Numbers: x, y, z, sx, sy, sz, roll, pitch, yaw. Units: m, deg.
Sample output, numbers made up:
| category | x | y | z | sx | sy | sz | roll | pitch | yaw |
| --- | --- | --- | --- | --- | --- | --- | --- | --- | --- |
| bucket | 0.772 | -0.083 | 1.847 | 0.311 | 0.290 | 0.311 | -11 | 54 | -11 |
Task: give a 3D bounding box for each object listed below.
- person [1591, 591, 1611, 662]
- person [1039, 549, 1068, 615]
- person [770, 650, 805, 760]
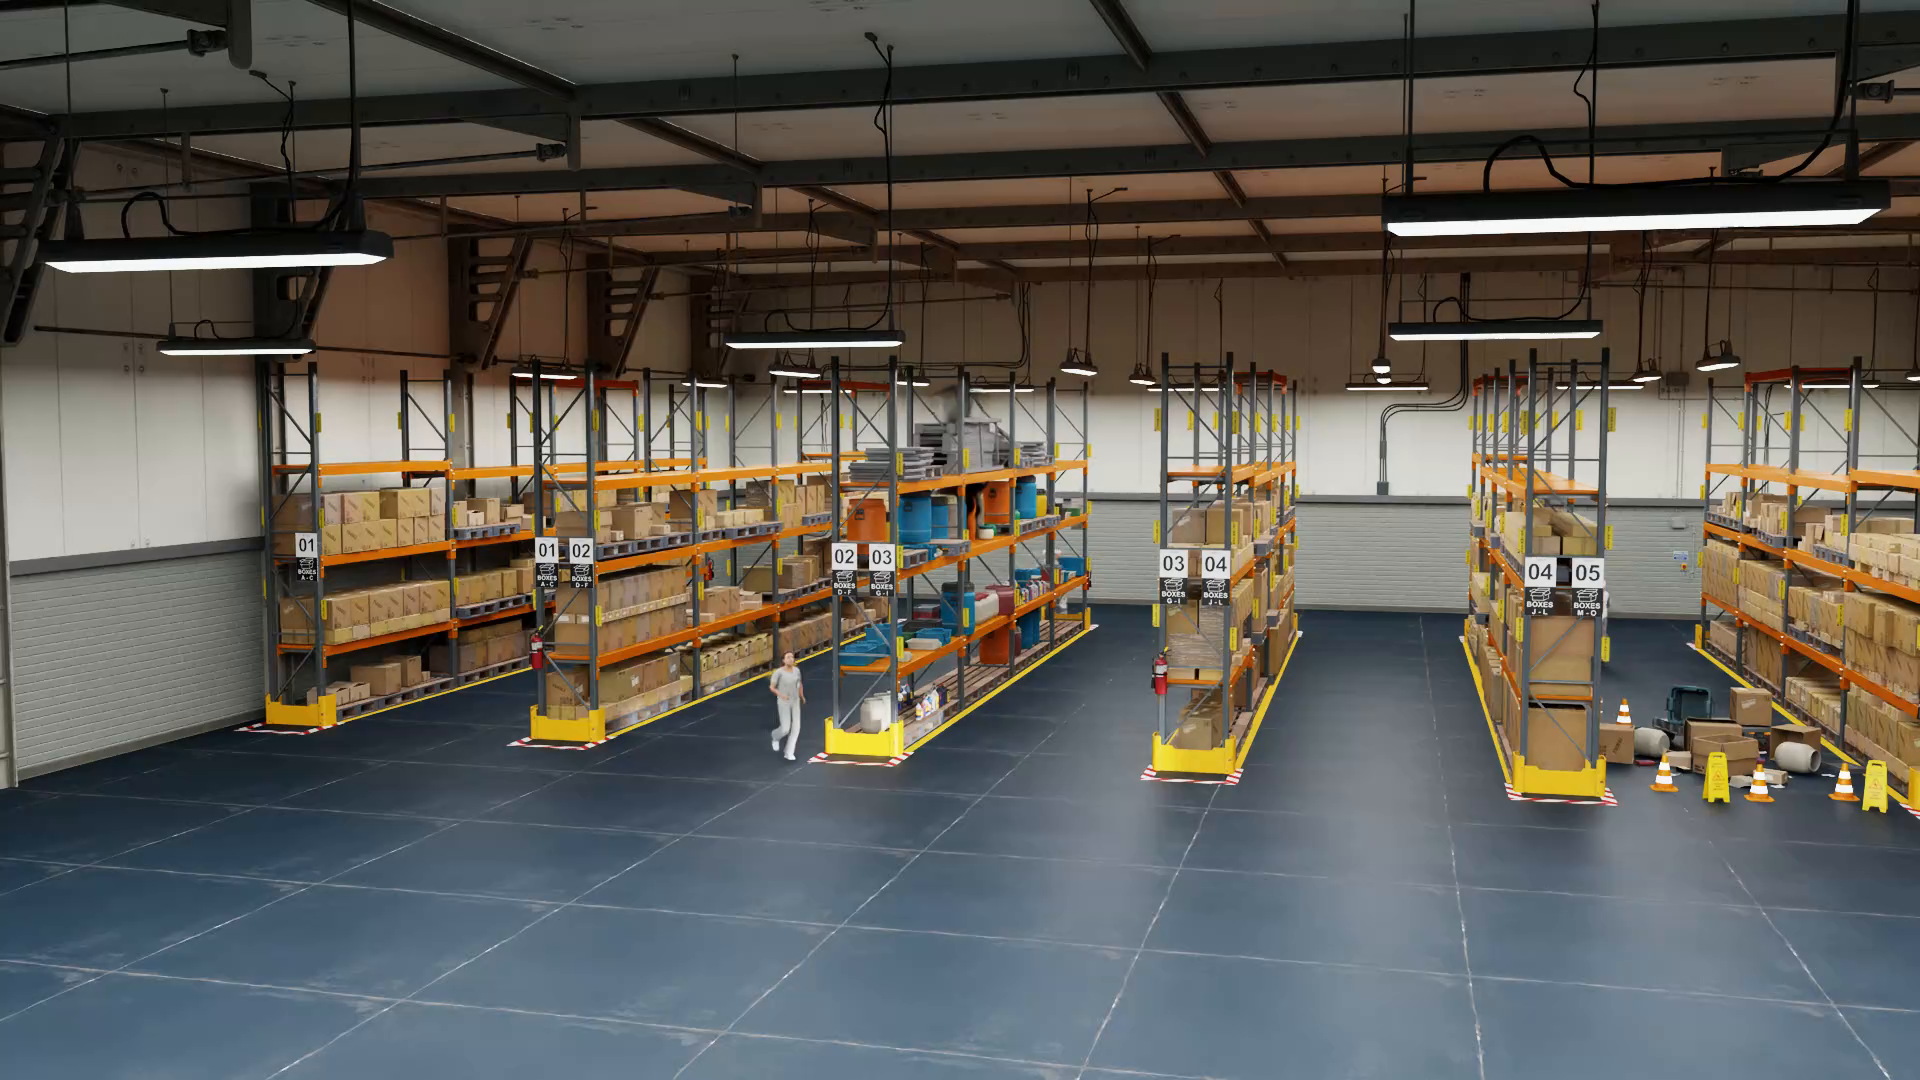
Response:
| category | x | y | z | sx | sy | sz | roll | pitch | yaw |
| --- | --- | --- | --- | --- | --- | --- | --- | --- | --- |
| person | 13.269 | 1.661 | 34.628 | 0.635 | 1.804 | 0.907 | 0 | 4 | 2 |
| person | 2.423 | 1.132 | 42.345 | 0.991 | 1.791 | 0.669 | 2 | 5 | 27 |
| person | -2.563 | 2.444 | 24.777 | 0.557 | 1.626 | 0.581 | -3 | 5 | -33 |
